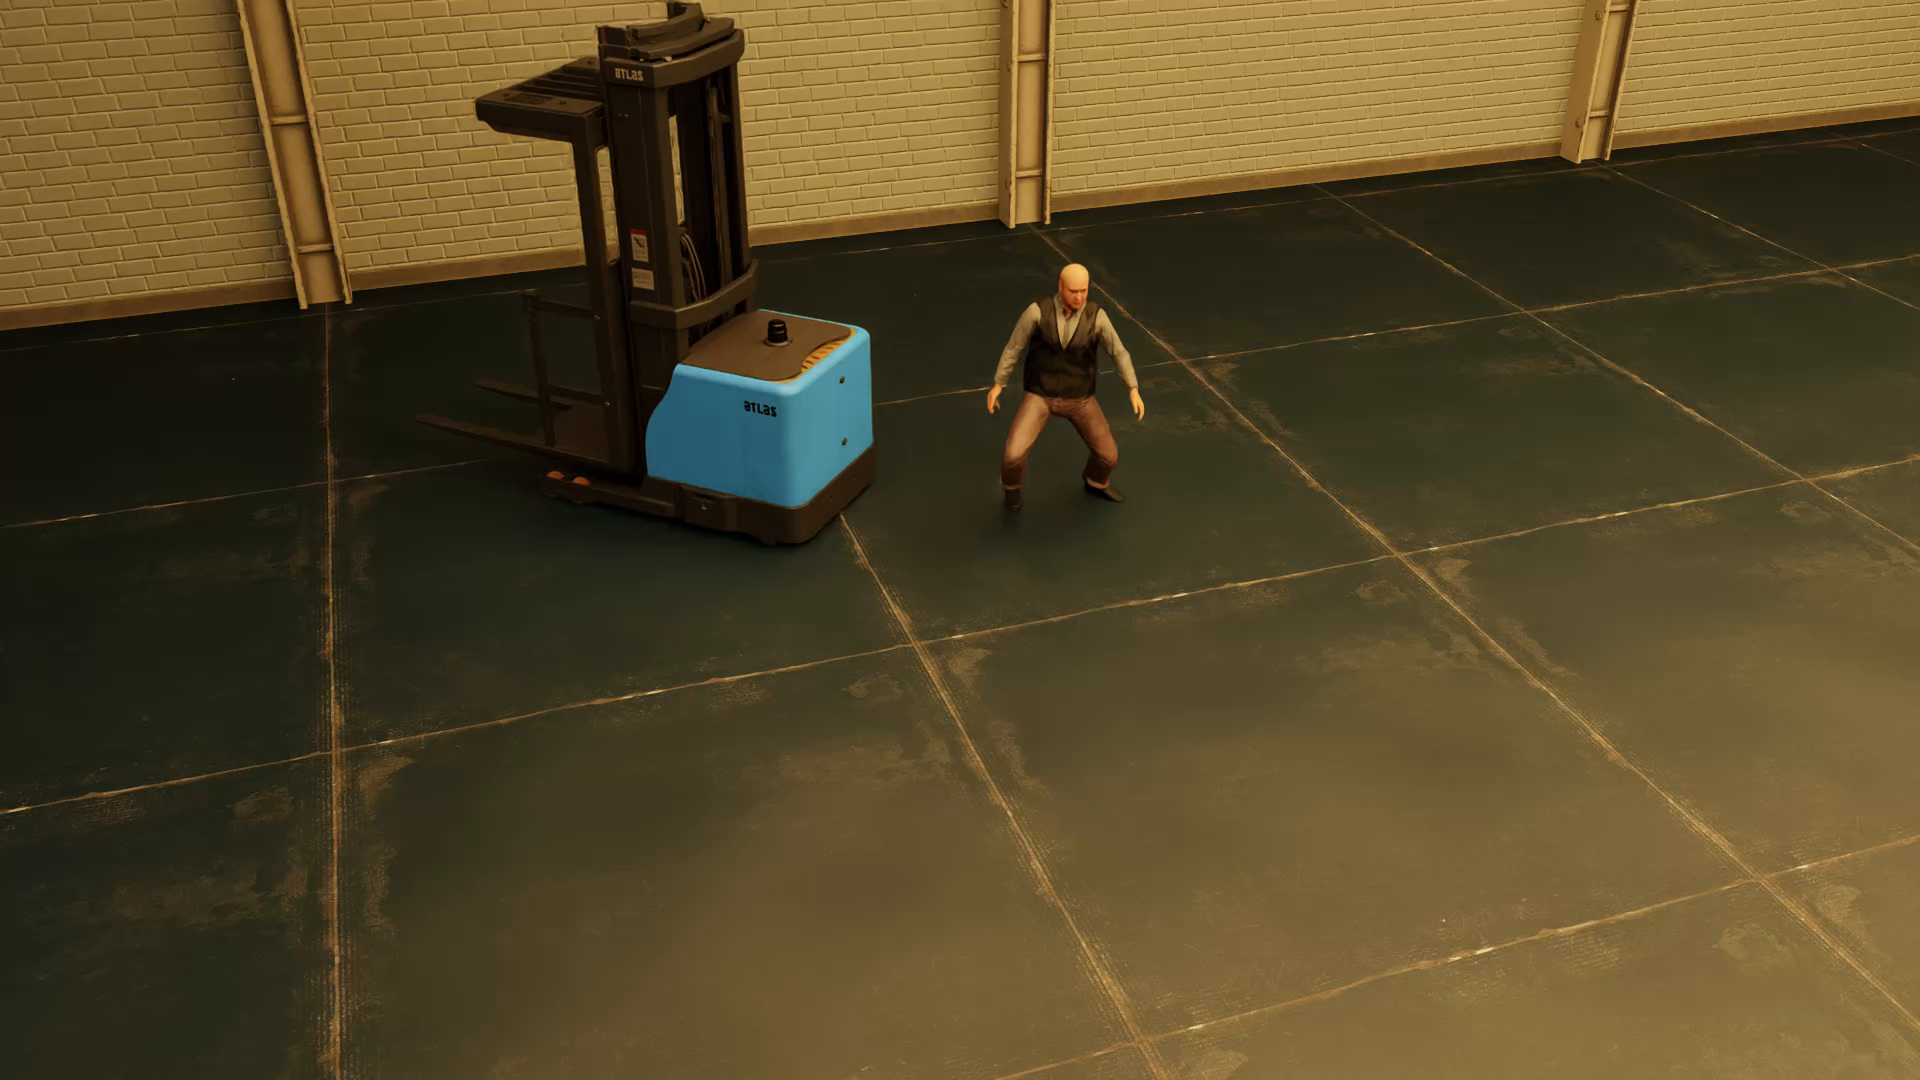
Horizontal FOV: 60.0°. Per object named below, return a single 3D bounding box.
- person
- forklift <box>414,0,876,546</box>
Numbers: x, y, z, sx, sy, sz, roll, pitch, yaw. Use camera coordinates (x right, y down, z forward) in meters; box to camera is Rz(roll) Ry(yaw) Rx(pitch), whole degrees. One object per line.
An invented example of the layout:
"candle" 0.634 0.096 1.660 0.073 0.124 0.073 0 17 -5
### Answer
"person" 0.628 -0.870 9.964 0.927 1.607 0.636 1 30 1
"forklift" -2.095 -1.720 10.076 3.031 2.935 1.130 13 32 21
